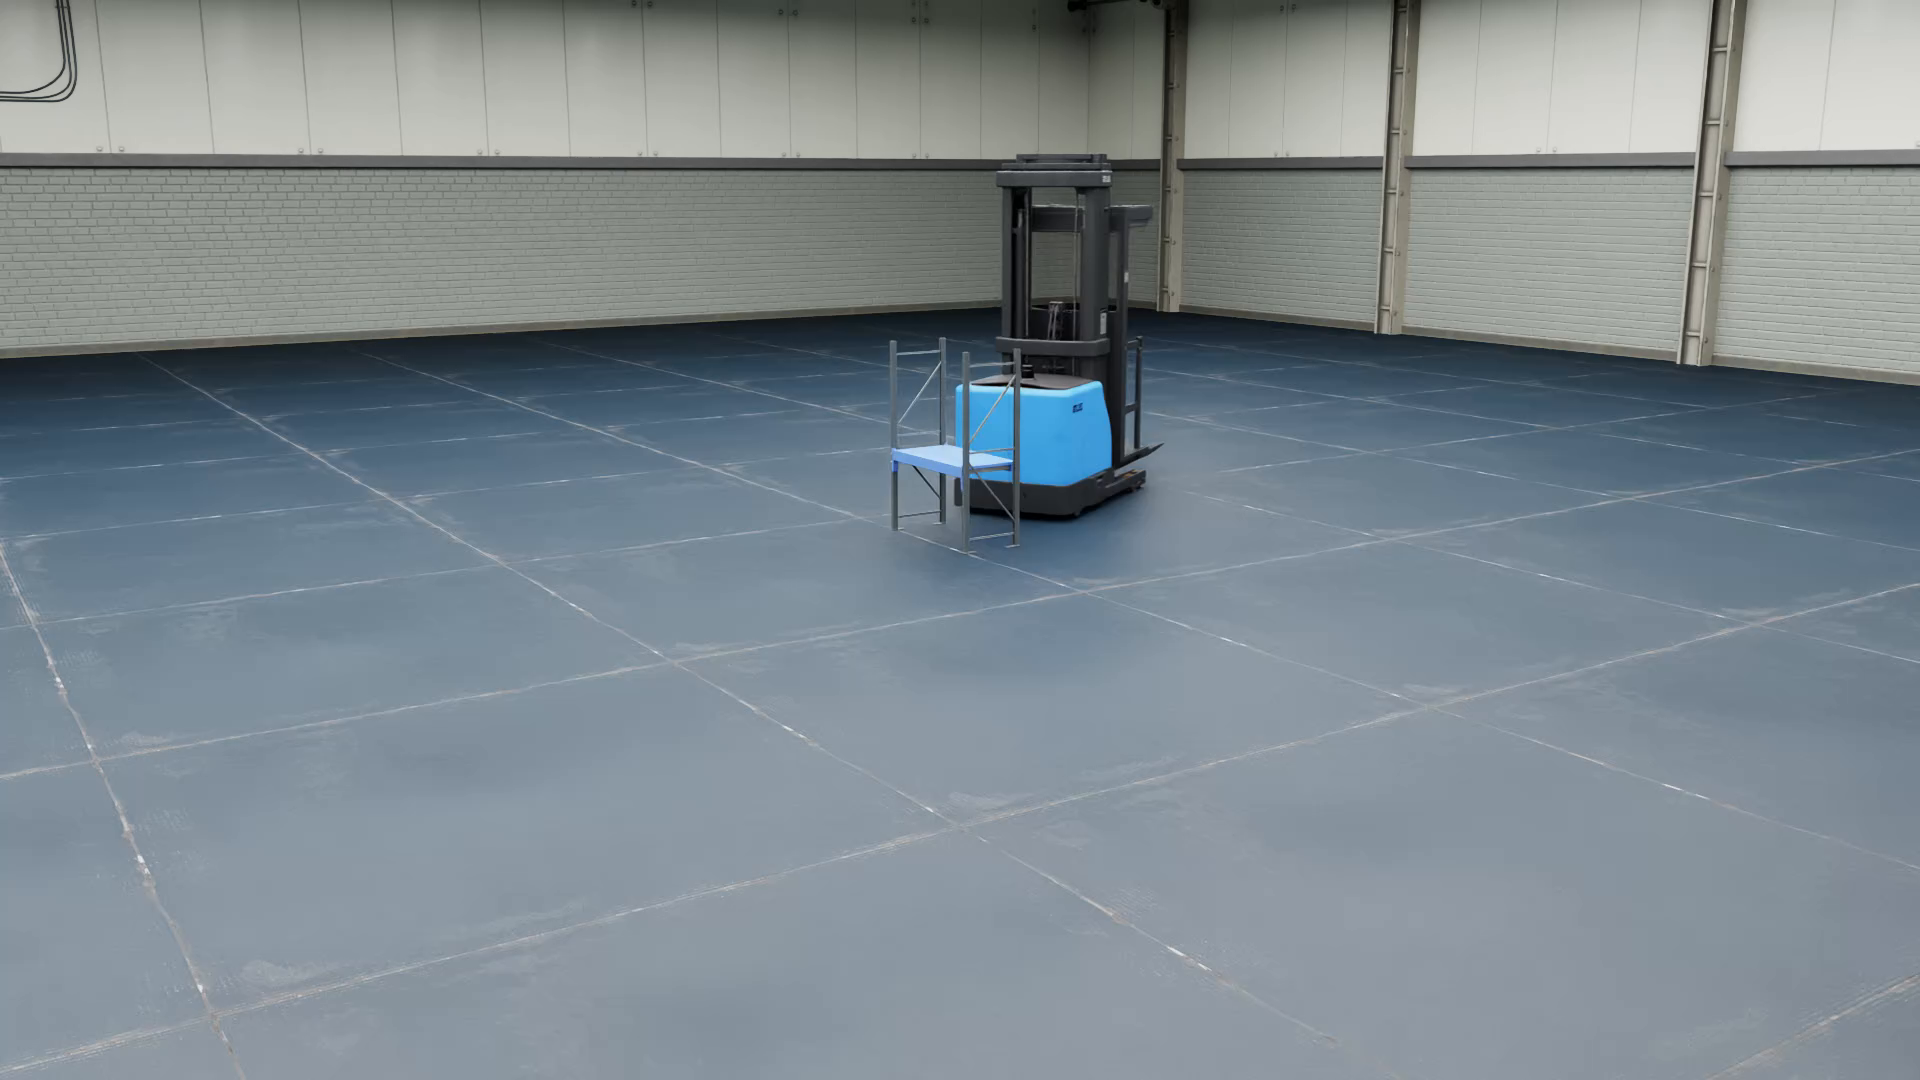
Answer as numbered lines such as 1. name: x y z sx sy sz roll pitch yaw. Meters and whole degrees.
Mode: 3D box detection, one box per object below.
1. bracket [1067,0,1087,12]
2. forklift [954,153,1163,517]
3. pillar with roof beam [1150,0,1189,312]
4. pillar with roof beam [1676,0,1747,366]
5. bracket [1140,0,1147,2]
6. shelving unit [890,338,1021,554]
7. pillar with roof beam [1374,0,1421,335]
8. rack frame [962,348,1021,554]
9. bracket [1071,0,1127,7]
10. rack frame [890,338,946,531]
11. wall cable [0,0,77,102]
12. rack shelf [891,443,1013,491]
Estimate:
1. bracket: 2.502 -11.372 35.372 0.235 0.232 0.430 -8 15 -33
2. forklift: 1.028 -1.894 14.664 1.130 2.935 3.031 6 14 24
3. pillar with roof beam: 0.757 -8.650 31.354 9.100 9.000 0.548 -8 15 -33
4. pillar with roof beam: 7.405 -6.516 21.595 9.100 9.000 0.400 -8 15 -33
5. bracket: 3.815 -10.950 33.445 0.235 0.232 0.430 -8 15 -33
6. shelving unit: -0.047 -0.748 12.771 0.538 1.500 1.048 -8 15 -33
7. pillar with roof beam: 4.081 -7.583 26.474 9.100 9.000 0.400 -8 15 -33
8. rack frame: 0.234 -0.657 12.357 0.500 1.500 0.032 -8 15 -33
9. bracket: 2.829 -11.266 34.892 0.076 0.066 3.189 -8 15 -33
10. rack frame: -0.329 -0.838 13.184 0.500 1.500 0.032 -8 15 -33
11. wall cable: -14.502 -8.894 24.508 2.305 6.003 0.169 -8 15 -33
12. rack shelf: -0.047 -0.572 12.809 0.538 0.185 1.000 -8 15 -33
